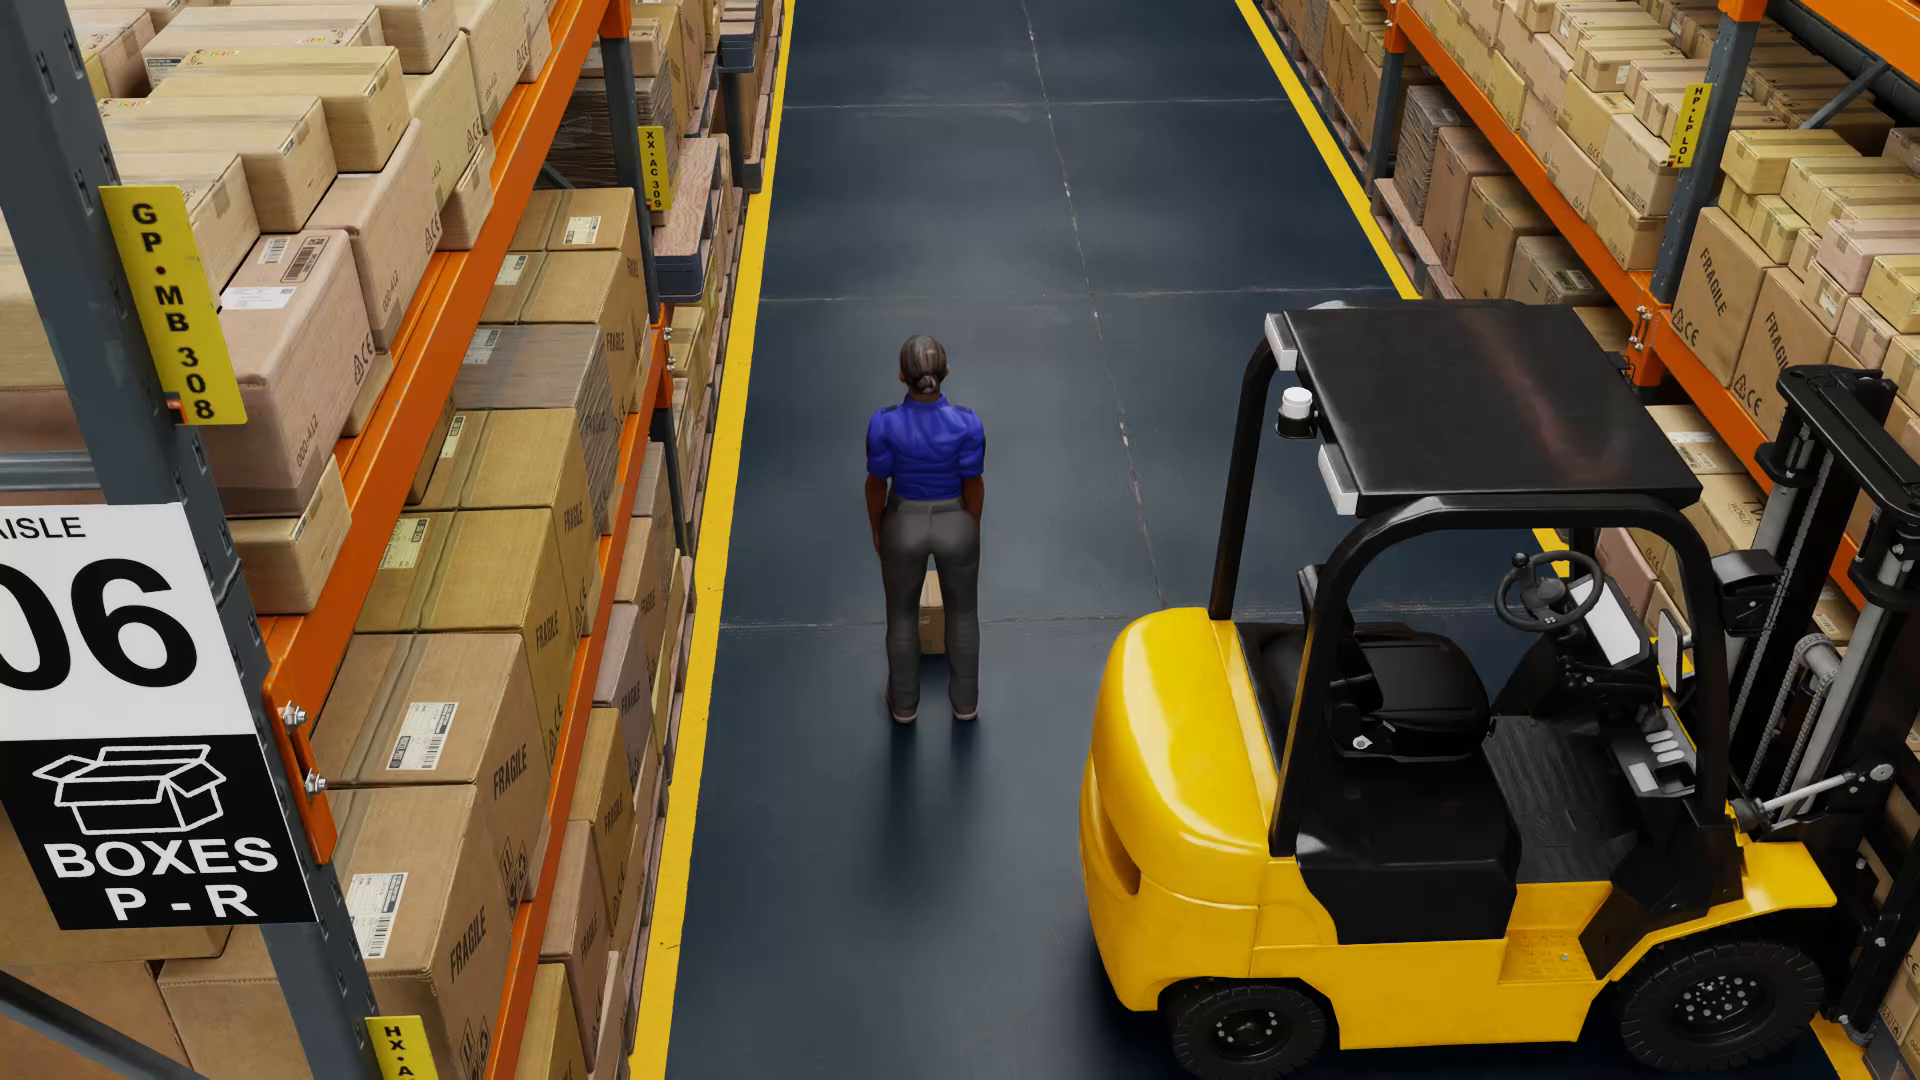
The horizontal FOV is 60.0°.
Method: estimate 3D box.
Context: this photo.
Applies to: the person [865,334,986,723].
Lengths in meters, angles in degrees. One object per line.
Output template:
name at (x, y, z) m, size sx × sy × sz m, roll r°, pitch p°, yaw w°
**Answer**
person at (-0.123, -0.027, 6.194) m, size 0.427 × 1.657 × 0.302 m, roll -1°, pitch 35°, yaw -2°
